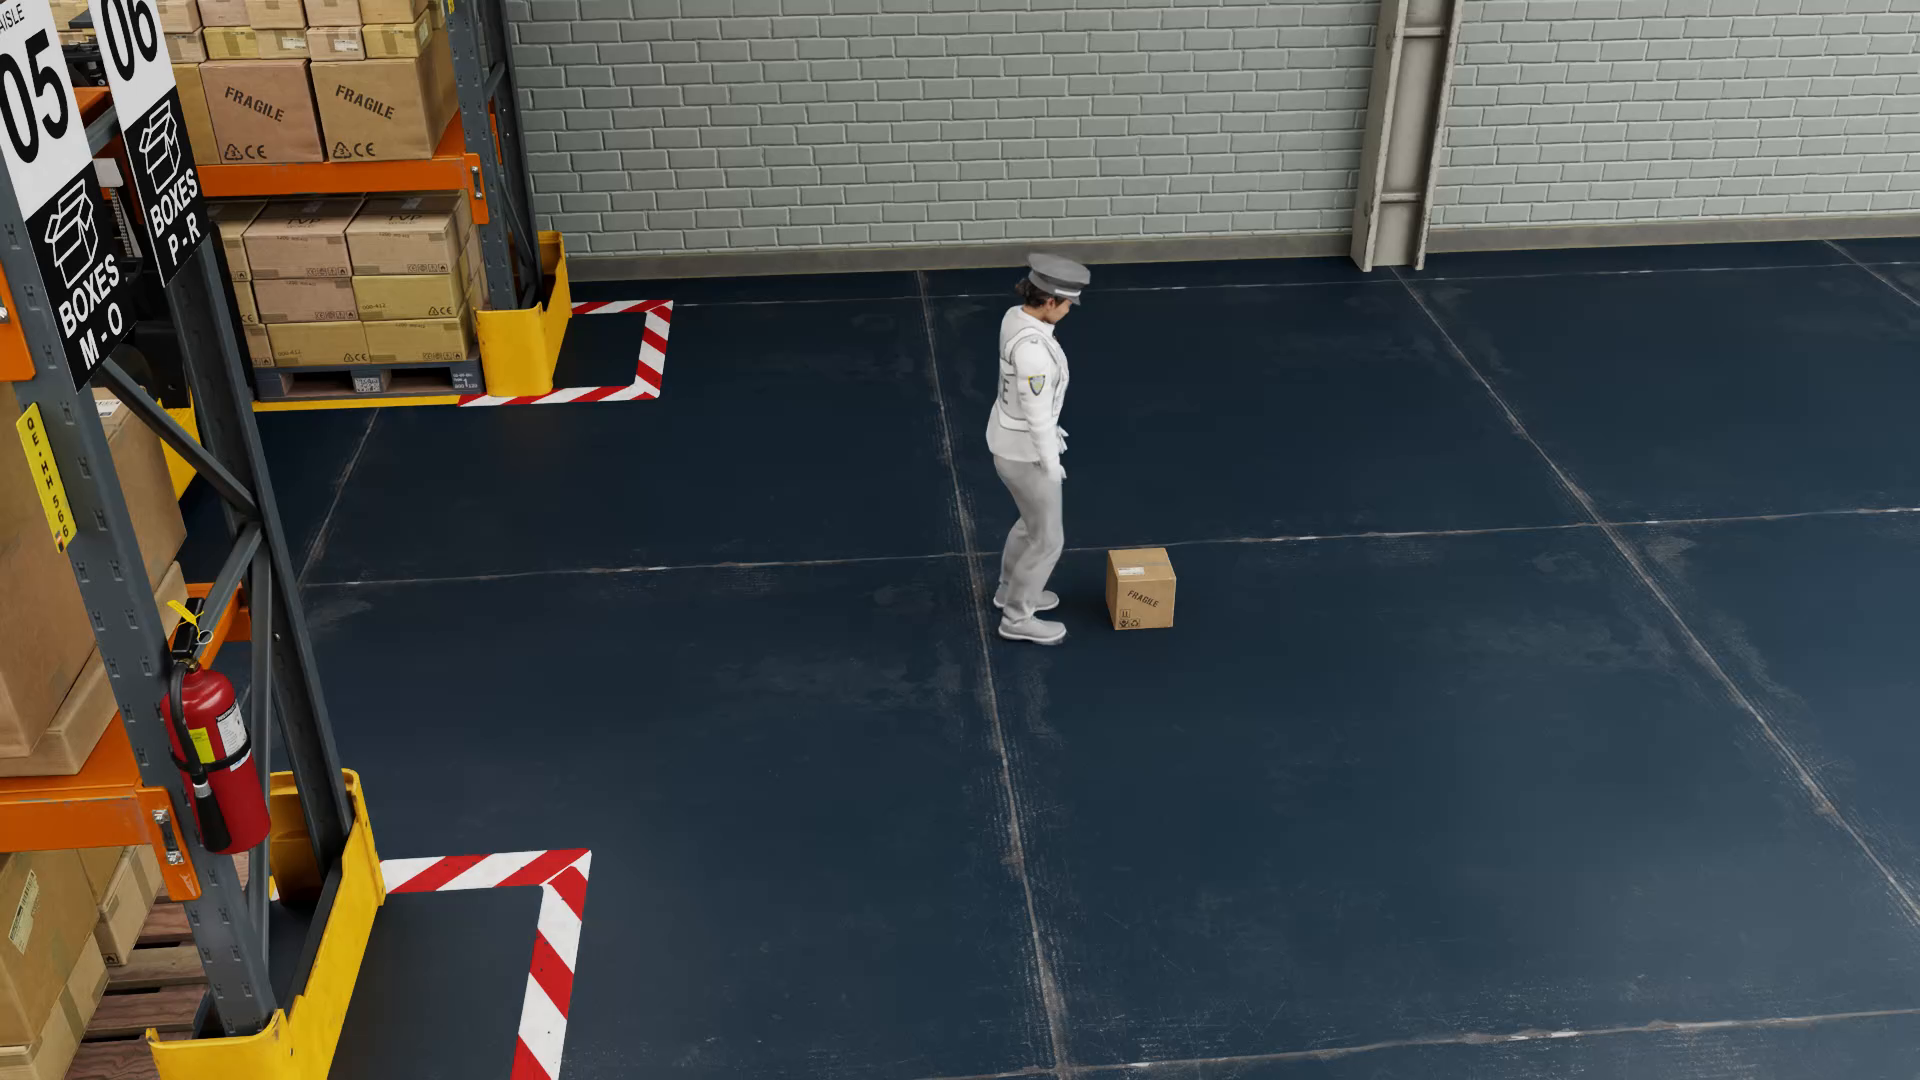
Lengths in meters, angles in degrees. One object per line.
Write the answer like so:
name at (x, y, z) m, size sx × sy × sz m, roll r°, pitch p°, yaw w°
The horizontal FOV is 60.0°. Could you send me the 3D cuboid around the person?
person at (0.304, -0.371, 6.771) m, size 0.396 × 1.647 × 0.488 m, roll -2°, pitch 31°, yaw -3°
